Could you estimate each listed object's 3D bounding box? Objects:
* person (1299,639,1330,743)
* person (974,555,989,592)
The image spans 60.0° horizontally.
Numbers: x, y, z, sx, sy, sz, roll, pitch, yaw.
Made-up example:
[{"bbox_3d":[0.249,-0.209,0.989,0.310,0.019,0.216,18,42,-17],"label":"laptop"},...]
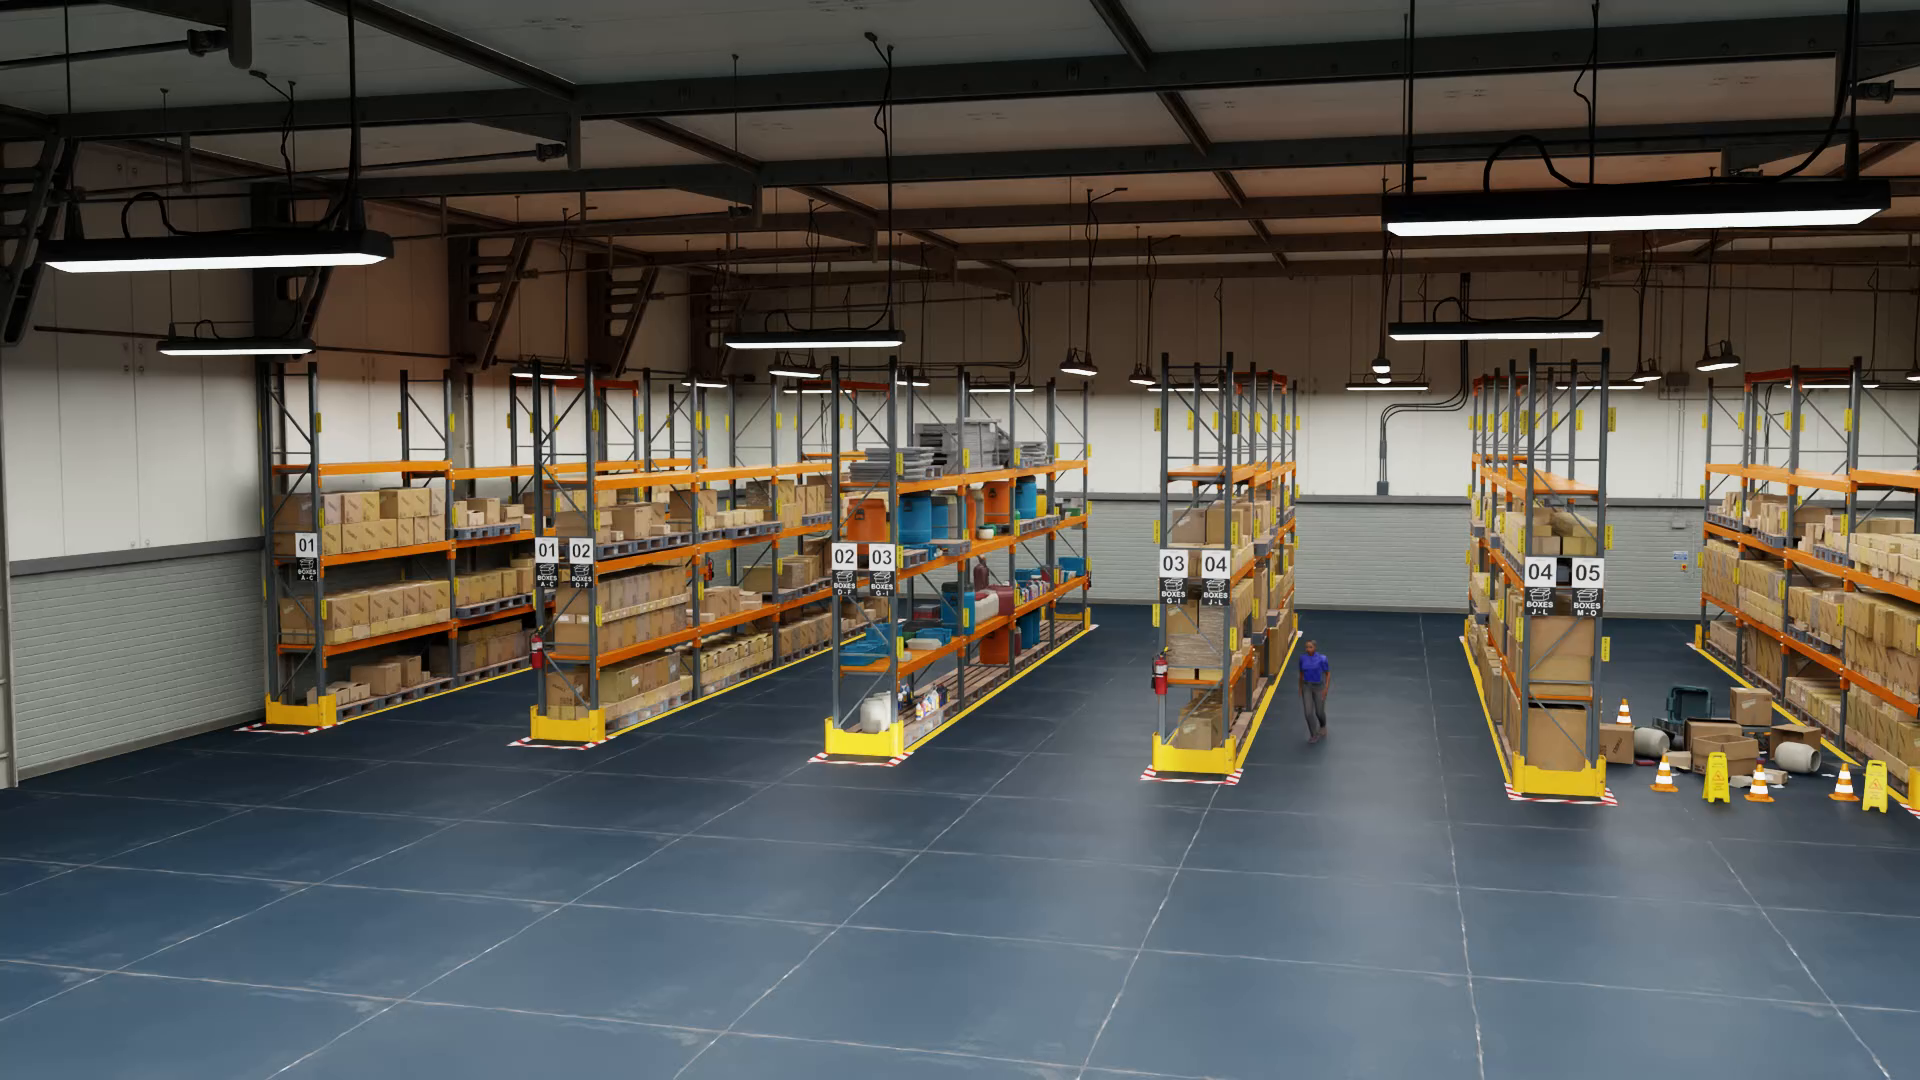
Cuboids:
[{"bbox_3d":[5.602,2.351,26.212,0.507,1.636,0.559,2,5,28],"label":"person"},{"bbox_3d":[0.502,1.250,40.711,0.564,1.779,0.627,-2,4,-24],"label":"person"}]
